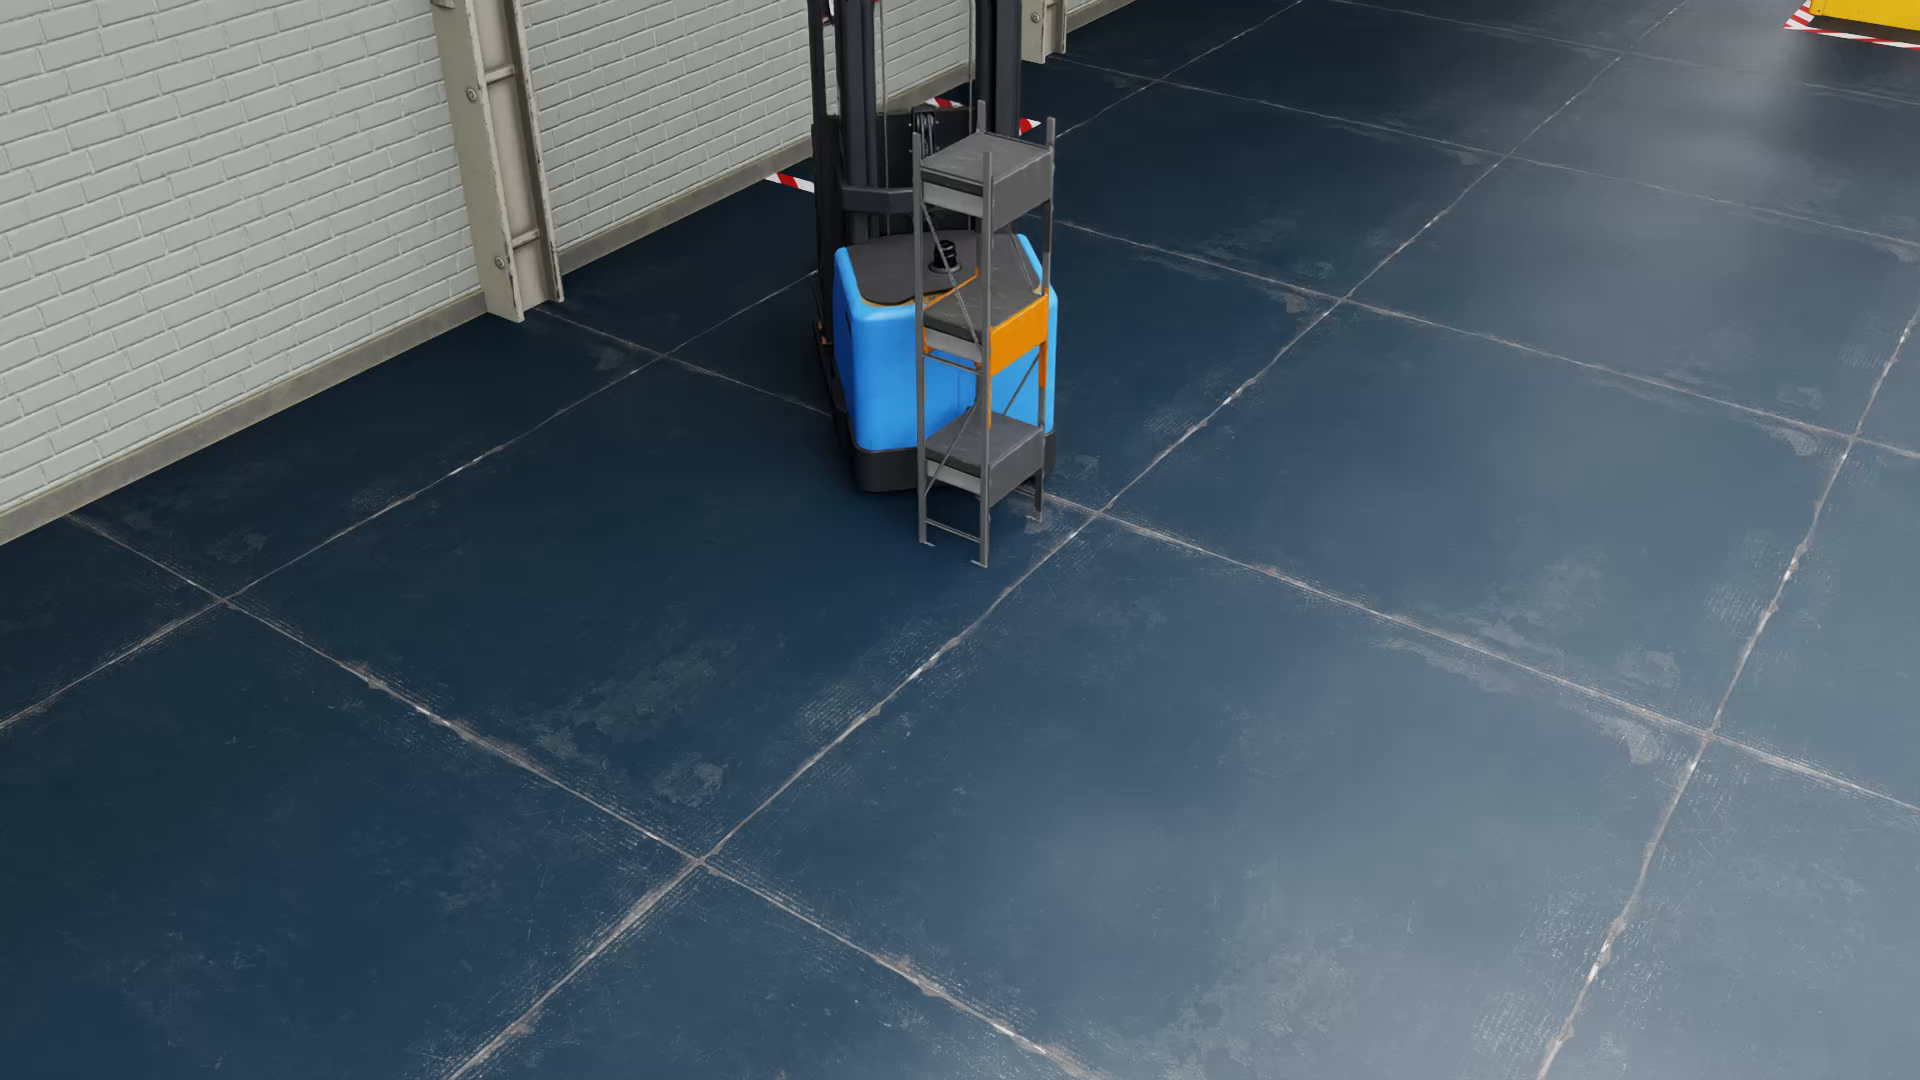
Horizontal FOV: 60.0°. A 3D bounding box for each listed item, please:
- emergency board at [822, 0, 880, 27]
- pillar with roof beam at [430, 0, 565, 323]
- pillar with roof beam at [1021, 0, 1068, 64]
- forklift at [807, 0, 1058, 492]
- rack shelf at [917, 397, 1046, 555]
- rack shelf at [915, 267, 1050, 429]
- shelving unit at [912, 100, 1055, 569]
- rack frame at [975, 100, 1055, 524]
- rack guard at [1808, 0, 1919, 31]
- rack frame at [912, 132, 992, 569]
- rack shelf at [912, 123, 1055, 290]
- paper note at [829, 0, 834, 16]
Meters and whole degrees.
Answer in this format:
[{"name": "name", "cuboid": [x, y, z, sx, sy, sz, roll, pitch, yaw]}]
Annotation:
[{"name": "emergency board", "cuboid": [-0.750, -4.355, 12.012, 0.194, 1.169, 0.643, 21, 39, 28]}, {"name": "pillar with roof beam", "cuboid": [0.806, -3.829, 5.878, 9.100, 9.000, 0.400, 21, 39, 28]}, {"name": "pillar with roof beam", "cuboid": [4.228, -6.590, 9.961, 9.100, 9.000, 0.400, 21, 39, 28]}, {"name": "forklift", "cuboid": [-0.271, -2.276, 8.999, 1.130, 2.935, 3.031, -6, 34, -8]}, {"name": "rack shelf", "cuboid": [0.105, -0.316, 8.117, 0.431, 0.518, 0.480, 21, 40, 28]}, {"name": "rack shelf", "cuboid": [0.105, -0.896, 7.725, 0.431, 0.518, 0.480, 21, 40, 28]}, {"name": "shelving unit", "cuboid": [0.105, -0.907, 7.717, 0.431, 2.100, 0.503, 21, 40, 28]}, {"name": "rack frame", "cuboid": [0.245, -1.019, 7.883, 0.400, 2.100, 0.015, 21, 40, 28]}, {"name": "rack guard", "cuboid": [8.481, -5.015, 15.220, 1.175, 0.500, 0.348, 21, 39, 28]}, {"name": "rack frame", "cuboid": [-0.035, -0.796, 7.552, 0.400, 2.100, 0.015, 21, 40, 28]}, {"name": "rack shelf", "cuboid": [0.105, -1.476, 7.333, 0.431, 0.518, 0.480, 21, 40, 28]}, {"name": "paper note", "cuboid": [-0.907, -3.930, 12.171, 0.016, 0.148, 0.142, 21, 39, 28]}]
